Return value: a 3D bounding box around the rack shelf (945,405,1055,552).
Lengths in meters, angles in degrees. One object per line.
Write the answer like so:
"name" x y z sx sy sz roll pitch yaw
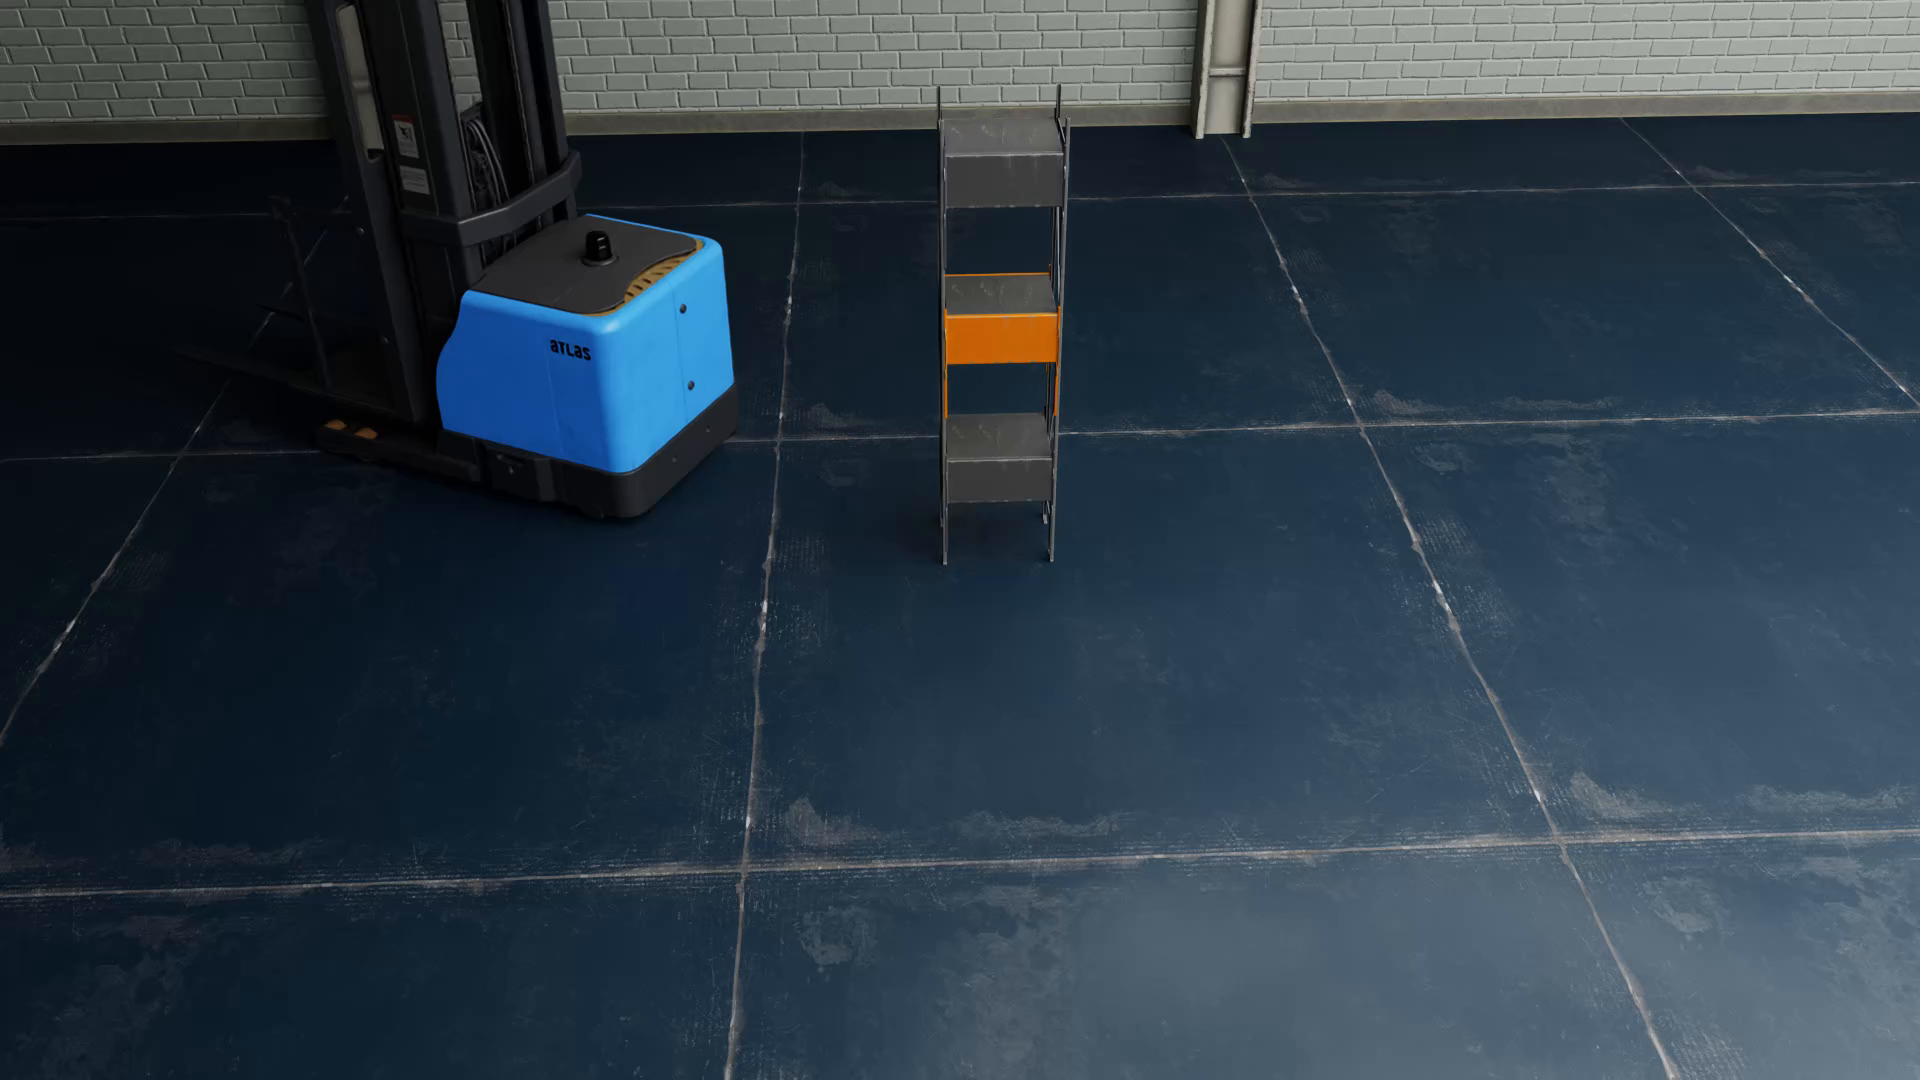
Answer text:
"rack shelf" 0.165 -0.281 7.565 0.480 0.518 0.431 -2 35 -2

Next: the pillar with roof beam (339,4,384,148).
"pillar with roof beam" -3.914 -4.059 5.708 0.400 9.000 9.100 -2 35 -2

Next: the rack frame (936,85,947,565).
"rack frame" -0.078 -0.861 7.149 0.015 2.100 0.400 -2 35 -2

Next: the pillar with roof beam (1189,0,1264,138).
"pillar with roof beam" 2.079 -4.221 5.941 0.400 9.000 9.100 -2 35 -2

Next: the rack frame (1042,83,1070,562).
"rack frame" 0.409 -0.874 7.168 0.015 2.100 0.400 -2 35 -2

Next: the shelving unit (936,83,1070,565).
"shelving unit" 0.165 -0.868 7.159 0.503 2.100 0.431 -2 35 -2

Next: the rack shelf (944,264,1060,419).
"rack shelf" 0.165 -0.857 7.167 0.480 0.518 0.431 -2 35 -2

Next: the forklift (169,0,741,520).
"forklift" -2.681 -1.854 7.854 3.031 2.935 1.130 14 37 20

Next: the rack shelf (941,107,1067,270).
"rack shelf" 0.165 -1.432 6.768 0.480 0.518 0.431 -2 35 -2
